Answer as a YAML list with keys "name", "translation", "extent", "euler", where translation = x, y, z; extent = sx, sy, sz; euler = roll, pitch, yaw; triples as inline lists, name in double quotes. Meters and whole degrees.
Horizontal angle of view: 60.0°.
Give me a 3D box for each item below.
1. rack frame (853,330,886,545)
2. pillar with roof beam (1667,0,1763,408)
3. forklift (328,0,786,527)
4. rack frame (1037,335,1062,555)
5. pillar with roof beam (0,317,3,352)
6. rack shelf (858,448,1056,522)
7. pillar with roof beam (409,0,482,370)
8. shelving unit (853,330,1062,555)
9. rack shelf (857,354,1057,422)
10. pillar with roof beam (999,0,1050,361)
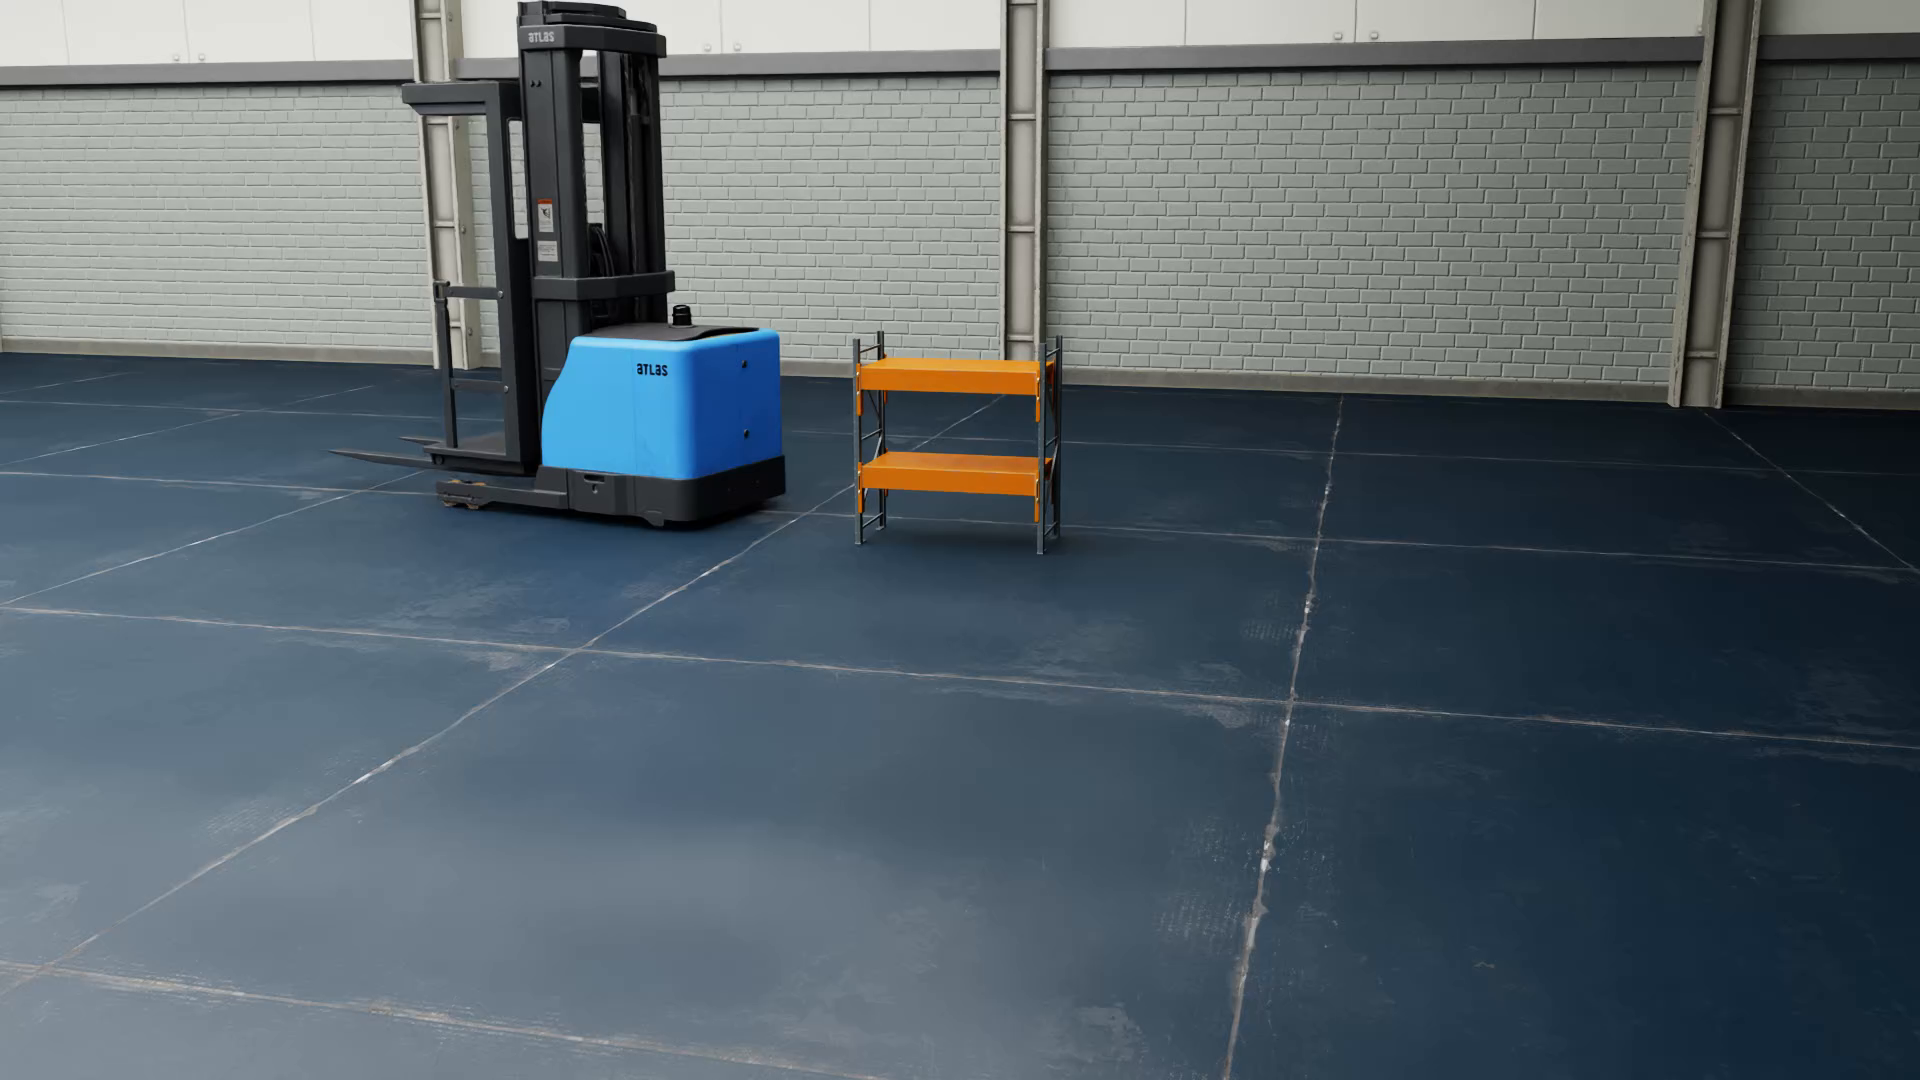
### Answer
- name: "rack frame"
  translation: [-0.500, -0.576, 9.232]
  extent: [0.032, 1.125, 0.500]
  euler: [3, 13, 14]
- name: "pillar with roof beam"
  translation: [5.389, -4.666, 9.490]
  extent: [0.400, 9.000, 9.100]
  euler: [3, 13, 14]
- name: "forklift"
  translation: [-2.618, -1.708, 10.165]
  extent: [3.031, 2.935, 1.130]
  euler: [6, 14, 27]
- name: "rack frame"
  translation: [0.487, -0.523, 8.995]
  extent: [0.032, 1.125, 0.500]
  euler: [3, 13, 14]
- name: "pillar with roof beam"
  translation: [-12.087, -5.600, 13.700]
  extent: [0.400, 9.000, 9.100]
  euler: [3, 13, 14]
- name: "rack shelf"
  translation: [-0.007, -0.311, 9.166]
  extent: [1.000, 0.278, 0.538]
  euler: [3, 13, 14]
- name: "pillar with roof beam"
  translation: [-6.261, -5.289, 12.297]
  extent: [0.400, 9.000, 9.100]
  euler: [3, 13, 14]
- name: "shelving unit"
  translation: [-0.007, -0.549, 9.113]
  extent: [1.048, 1.125, 0.538]
  euler: [3, 13, 14]
- name: "rack shelf"
  translation: [-0.007, -0.835, 9.050]
  extent: [1.000, 0.278, 0.538]
  euler: [3, 13, 14]
- name: "pillar with roof beam"
  translation: [-0.436, -4.978, 10.893]
  extent: [0.400, 9.000, 9.100]
  euler: [3, 13, 14]
